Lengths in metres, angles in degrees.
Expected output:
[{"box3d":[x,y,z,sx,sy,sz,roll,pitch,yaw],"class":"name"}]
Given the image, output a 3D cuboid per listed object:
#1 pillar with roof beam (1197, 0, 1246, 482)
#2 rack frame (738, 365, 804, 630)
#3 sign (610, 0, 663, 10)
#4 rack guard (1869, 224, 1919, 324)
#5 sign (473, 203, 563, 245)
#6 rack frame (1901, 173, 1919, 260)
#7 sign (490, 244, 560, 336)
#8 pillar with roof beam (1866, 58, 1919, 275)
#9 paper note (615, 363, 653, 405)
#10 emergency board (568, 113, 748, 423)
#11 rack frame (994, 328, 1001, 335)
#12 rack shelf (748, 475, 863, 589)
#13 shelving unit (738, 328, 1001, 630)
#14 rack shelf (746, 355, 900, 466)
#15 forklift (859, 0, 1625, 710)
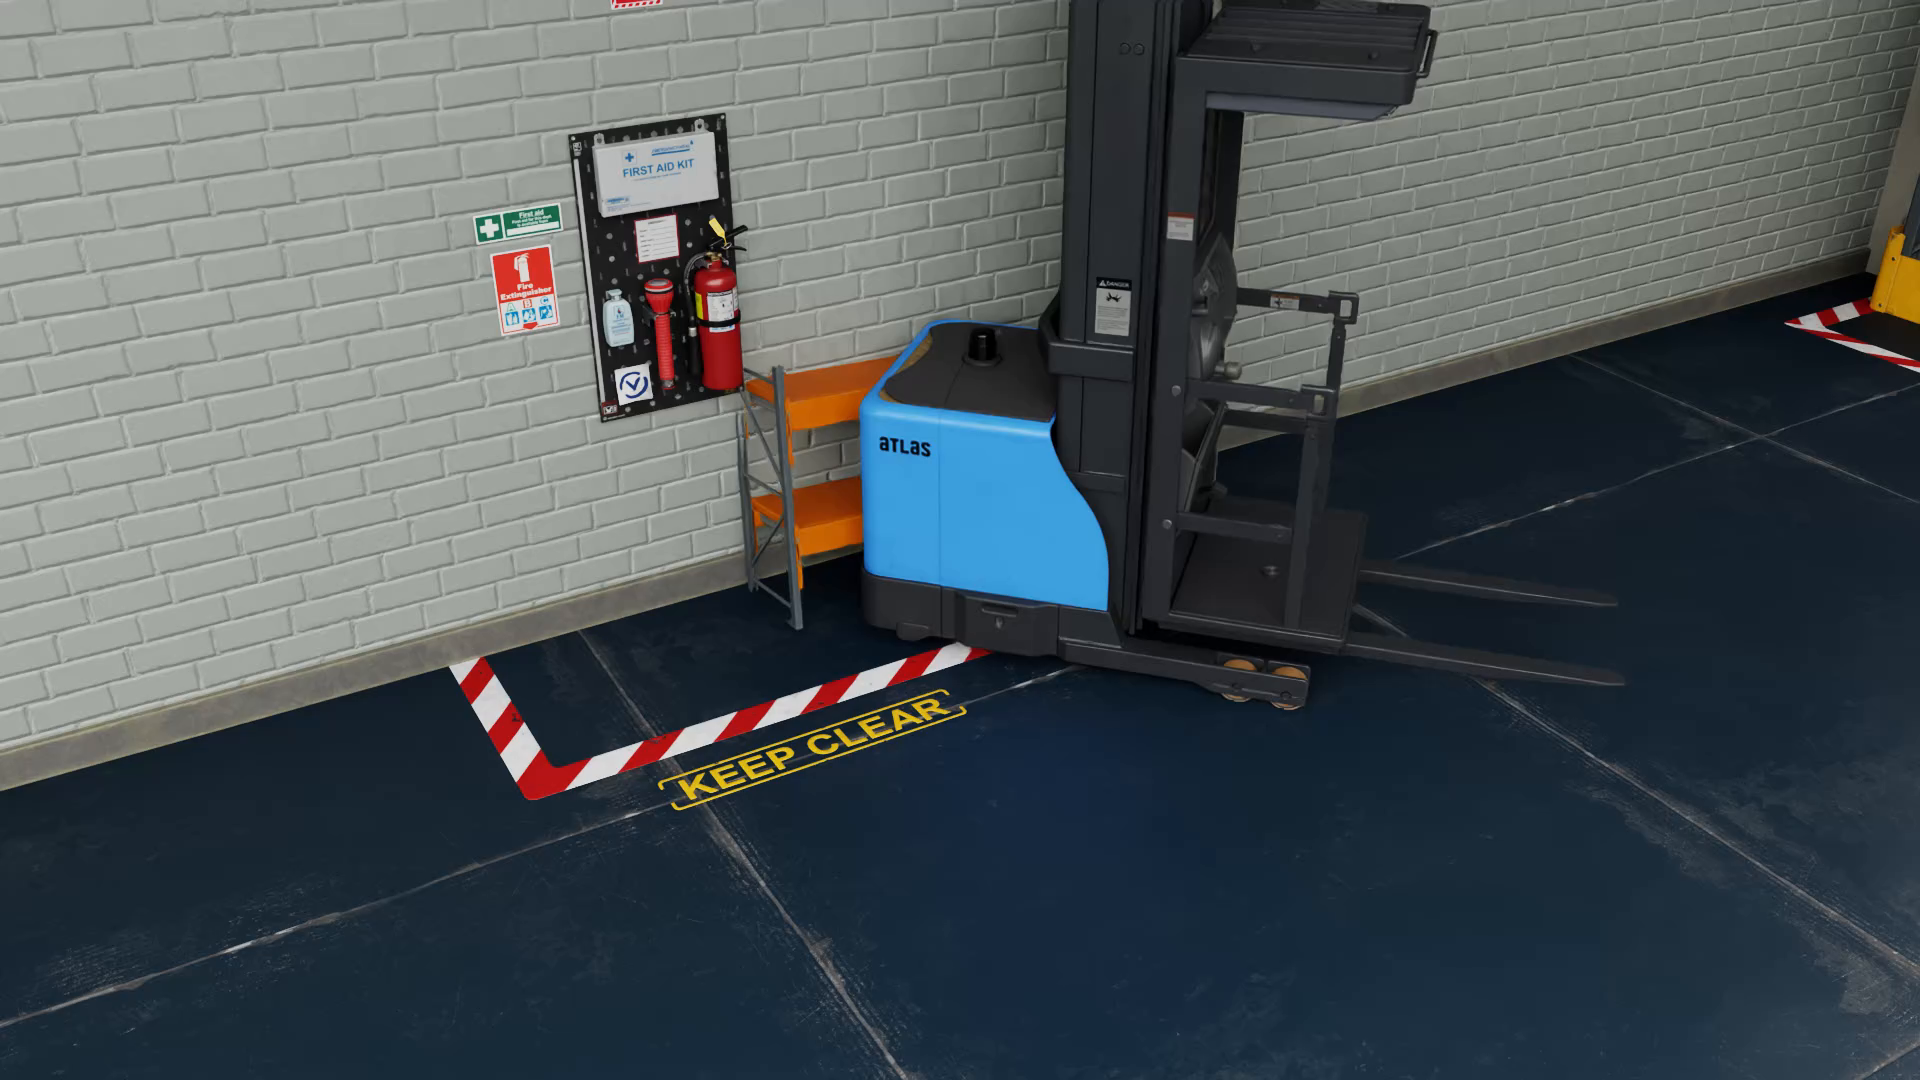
[{"box3d":[3.207,-2.449,2.875,0.400,9.000,9.100,-16,33,-26],"class":"pillar with roof beam"},{"box3d":[-0.818,-0.223,6.980,0.032,1.125,0.500,-13,23,-28],"class":"rack frame"},{"box3d":[-1.182,-2.082,6.018,0.199,0.298,0.001,-16,33,-26],"class":"sign"},{"box3d":[6.099,-1.477,9.910,0.348,0.500,1.175,-16,33,-26],"class":"rack guard"},{"box3d":[-1.645,-1.180,6.198,0.331,0.109,0.001,-16,33,-26],"class":"sign"},{"box3d":[6.033,-2.553,9.272,0.127,3.000,1.000,-16,33,-26],"class":"rack frame"},{"box3d":[-1.653,-0.950,6.331,0.234,0.329,0.001,-16,33,-26],"class":"sign"},{"box3d":[8.380,-3.918,5.536,0.400,9.000,9.100,-16,33,-26],"class":"pillar with roof beam"},{"box3d":[-1.312,-0.627,6.693,0.142,0.148,0.016,-16,33,-26],"class":"paper note"},{"box3d":[-1.124,-1.027,6.507,0.643,1.169,0.194,-16,33,-26],"class":"emergency board"},{"box3d":[0.058,-0.430,7.452,0.032,1.125,0.500,-13,23,-28],"class":"rack frame"},{"box3d":[-0.370,-0.097,7.299,1.000,0.278,0.538,-13,23,-28],"class":"rack shelf"},{"box3d":[-0.380,-0.326,7.216,1.048,1.125,0.538,-13,23,-28],"class":"shelving unit"},{"box3d":[-0.391,-0.601,7.116,1.000,0.278,0.538,-13,23,-28],"class":"rack shelf"},{"box3d":[1.162,-0.902,6.352,3.031,2.935,1.130,8,30,15],"class":"forklift"}]
